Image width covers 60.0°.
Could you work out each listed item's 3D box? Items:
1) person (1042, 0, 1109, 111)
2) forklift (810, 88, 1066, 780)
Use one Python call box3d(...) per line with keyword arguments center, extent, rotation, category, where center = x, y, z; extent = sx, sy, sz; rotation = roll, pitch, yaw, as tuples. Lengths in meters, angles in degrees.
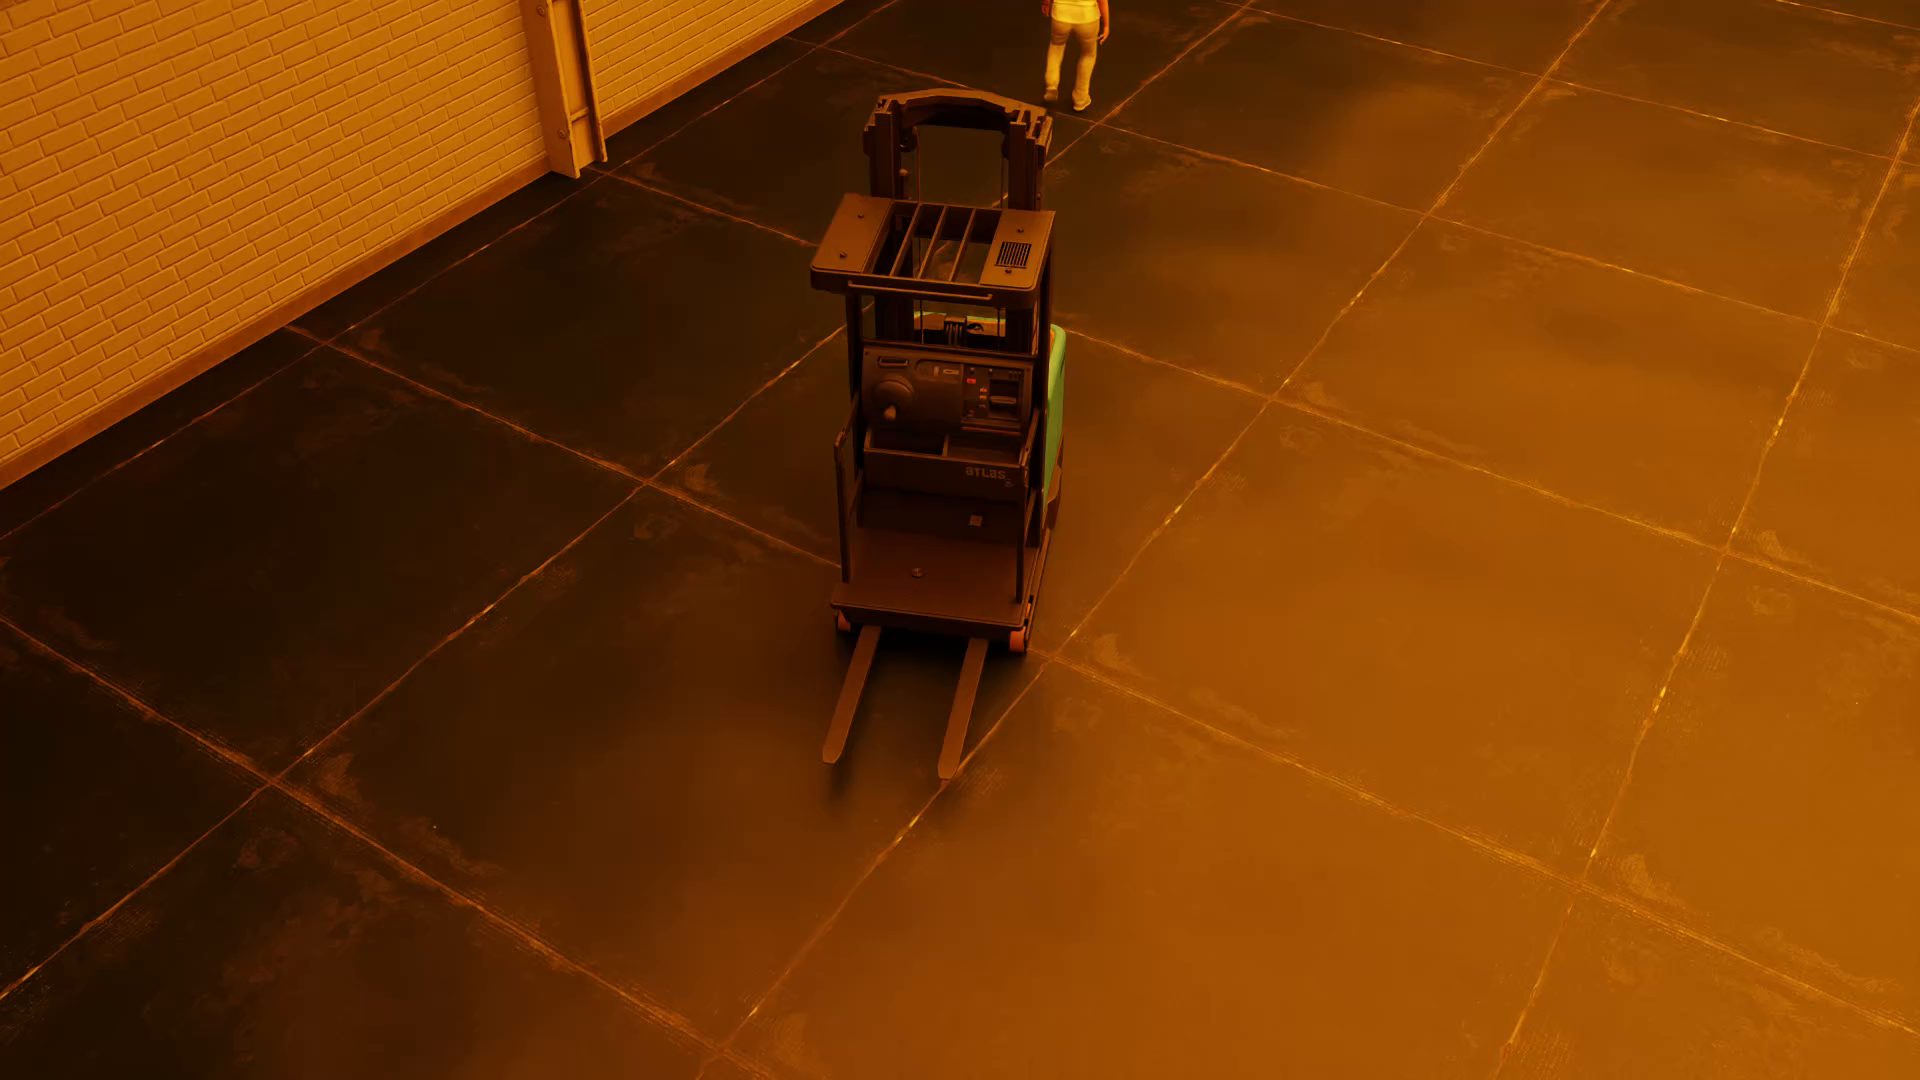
box3d(center=(0.985, -4.488, 14.263), extent=(0.651, 1.645, 0.474), rotation=(12, 42, 14), category="person")
box3d(center=(-0.108, -0.731, 8.830), extent=(1.130, 2.935, 3.031), rotation=(7, 41, 8), category="forklift")
